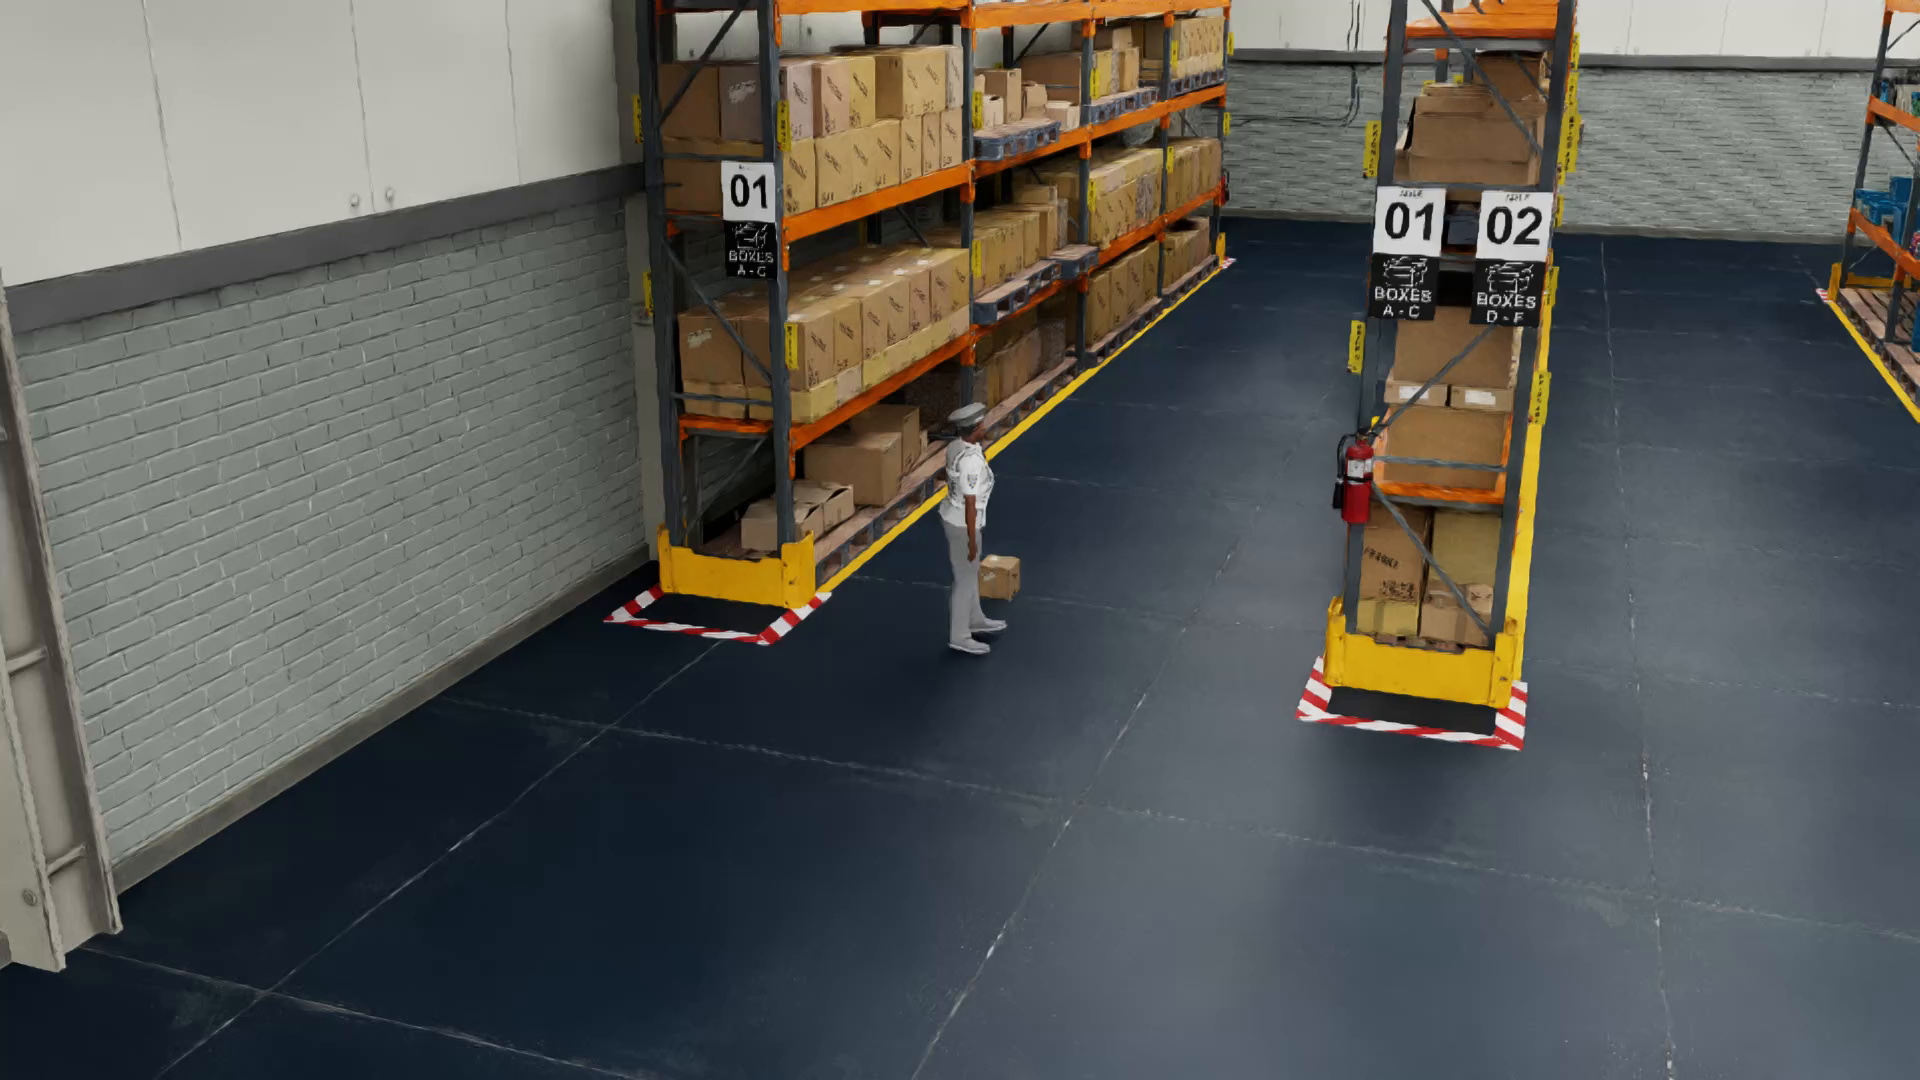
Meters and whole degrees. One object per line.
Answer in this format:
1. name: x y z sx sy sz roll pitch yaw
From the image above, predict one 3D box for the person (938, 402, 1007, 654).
1. person: 0.111 -0.091 11.246 0.484 1.685 0.508 -4 19 -11
